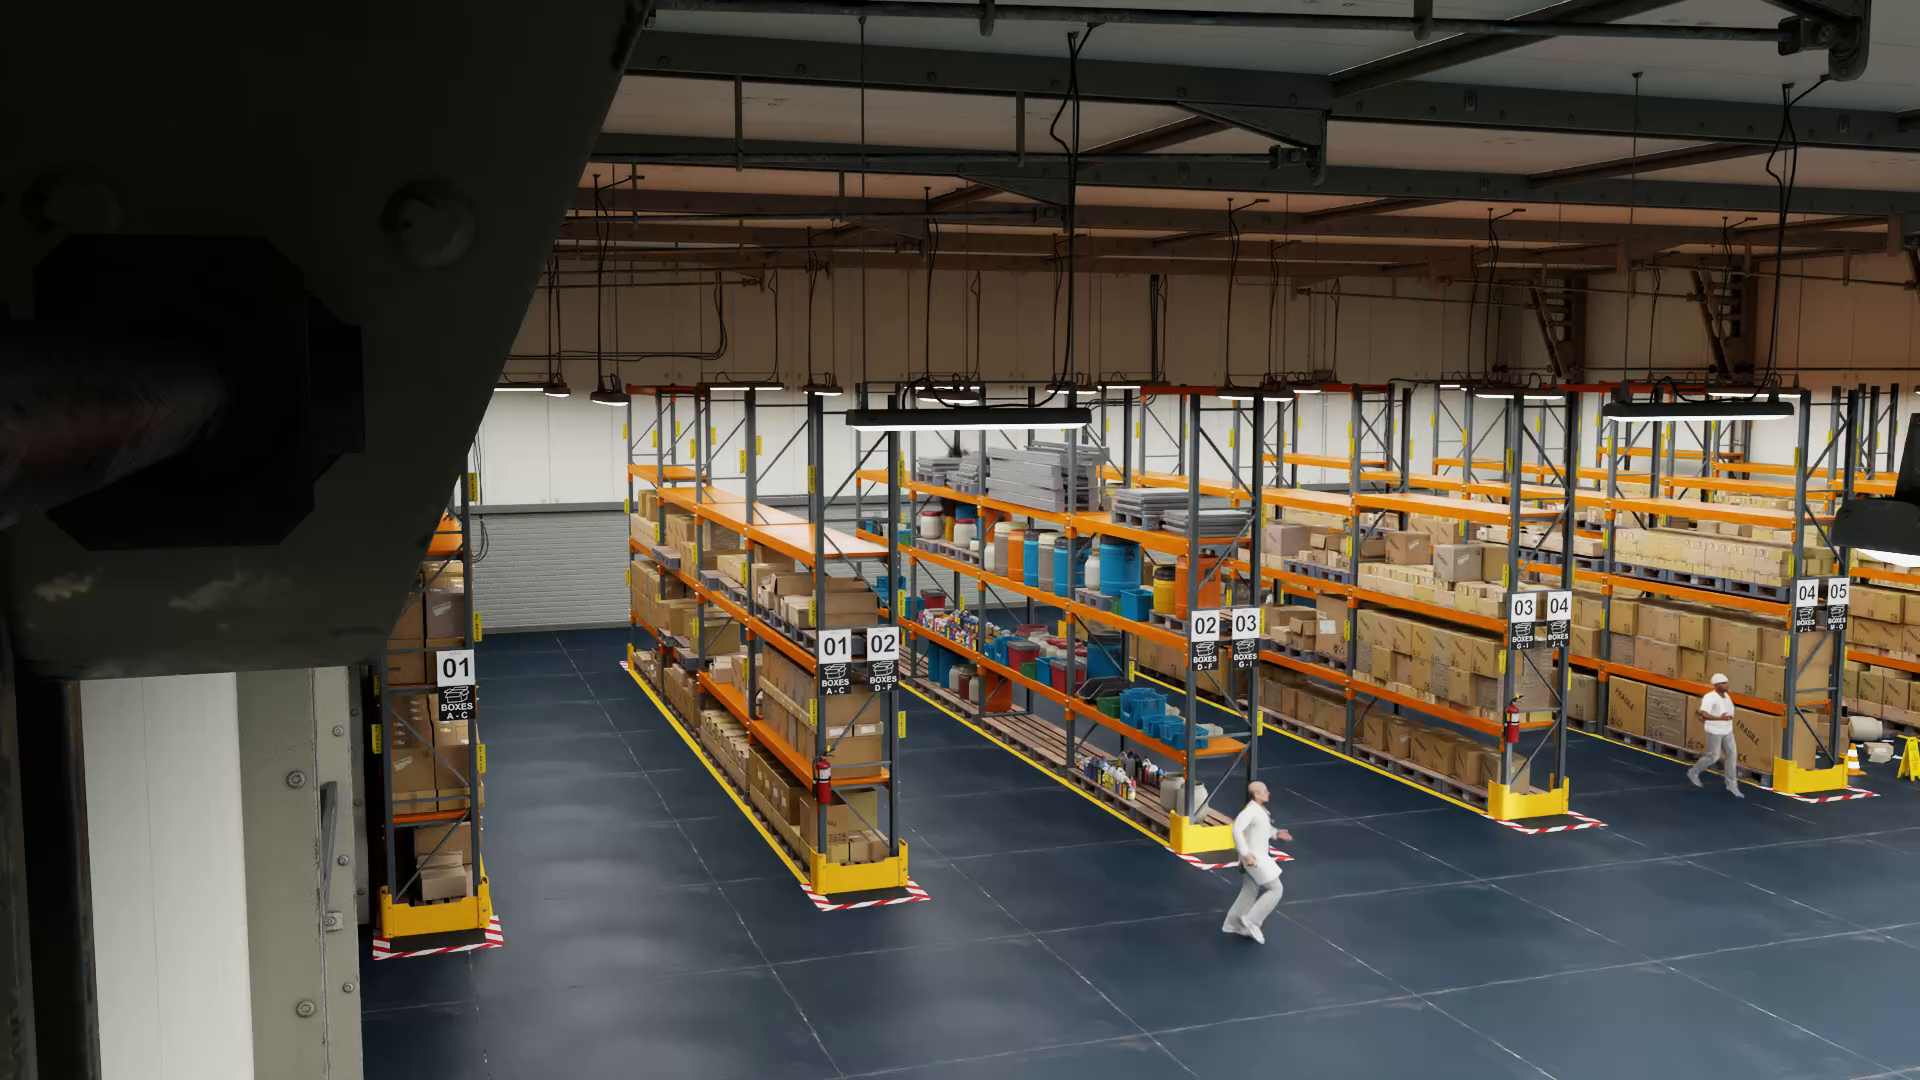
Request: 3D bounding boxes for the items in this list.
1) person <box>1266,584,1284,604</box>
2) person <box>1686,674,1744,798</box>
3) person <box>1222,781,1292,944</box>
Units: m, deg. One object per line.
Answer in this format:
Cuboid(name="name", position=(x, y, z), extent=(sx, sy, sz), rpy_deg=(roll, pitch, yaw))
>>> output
Cuboid(name="person", position=(6.951, 1.749, 36.664), extent=(0.551, 1.585, 0.809), rpy_deg=(-1, 6, -13))
Cuboid(name="person", position=(11.298, 2.887, 24.806), extent=(0.694, 1.806, 0.842), rpy_deg=(-4, 7, -32))
Cuboid(name="person", position=(3.305, 3.560, 18.454), extent=(0.765, 1.791, 0.701), rpy_deg=(1, 6, 6))
